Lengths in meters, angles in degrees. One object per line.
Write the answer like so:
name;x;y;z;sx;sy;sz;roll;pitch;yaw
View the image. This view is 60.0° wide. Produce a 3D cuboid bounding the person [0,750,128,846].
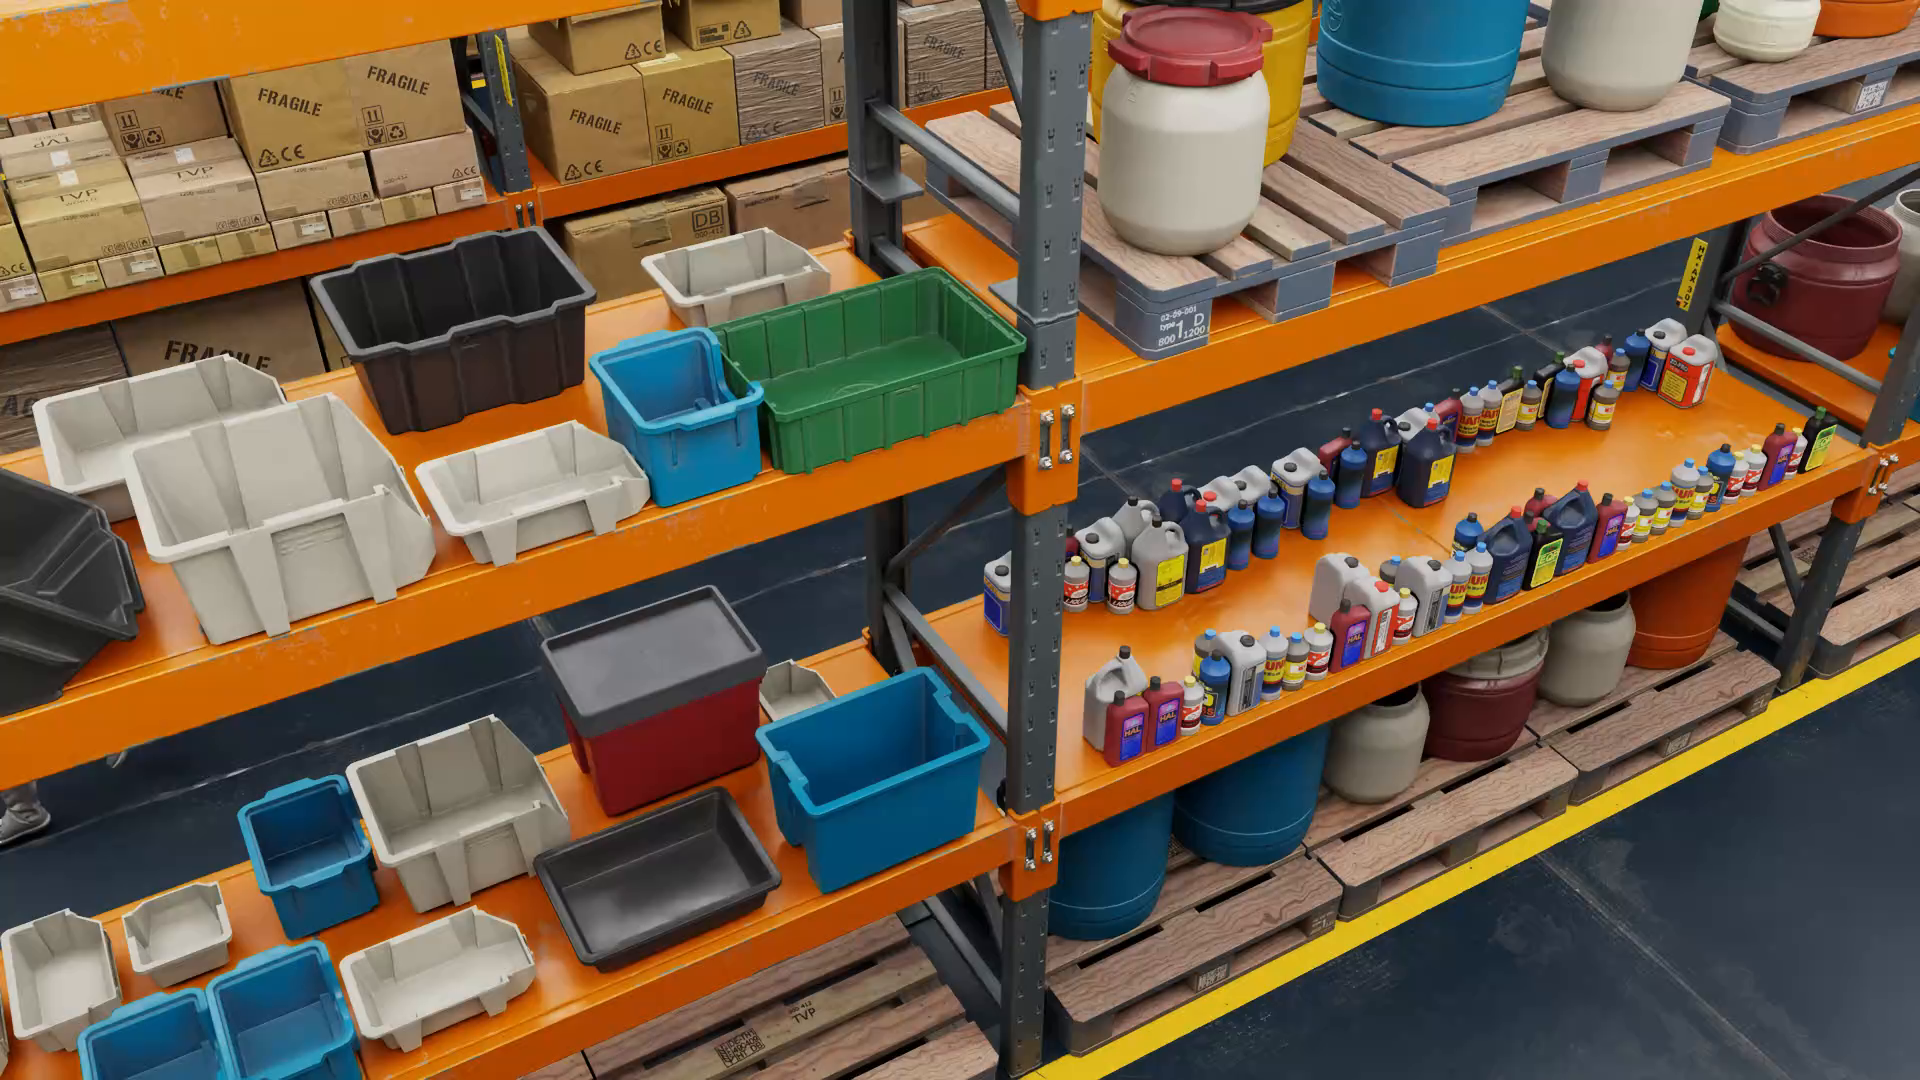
person;-3.648;0.427;6.312;0.707;1.667;0.473;-16;40;-20
